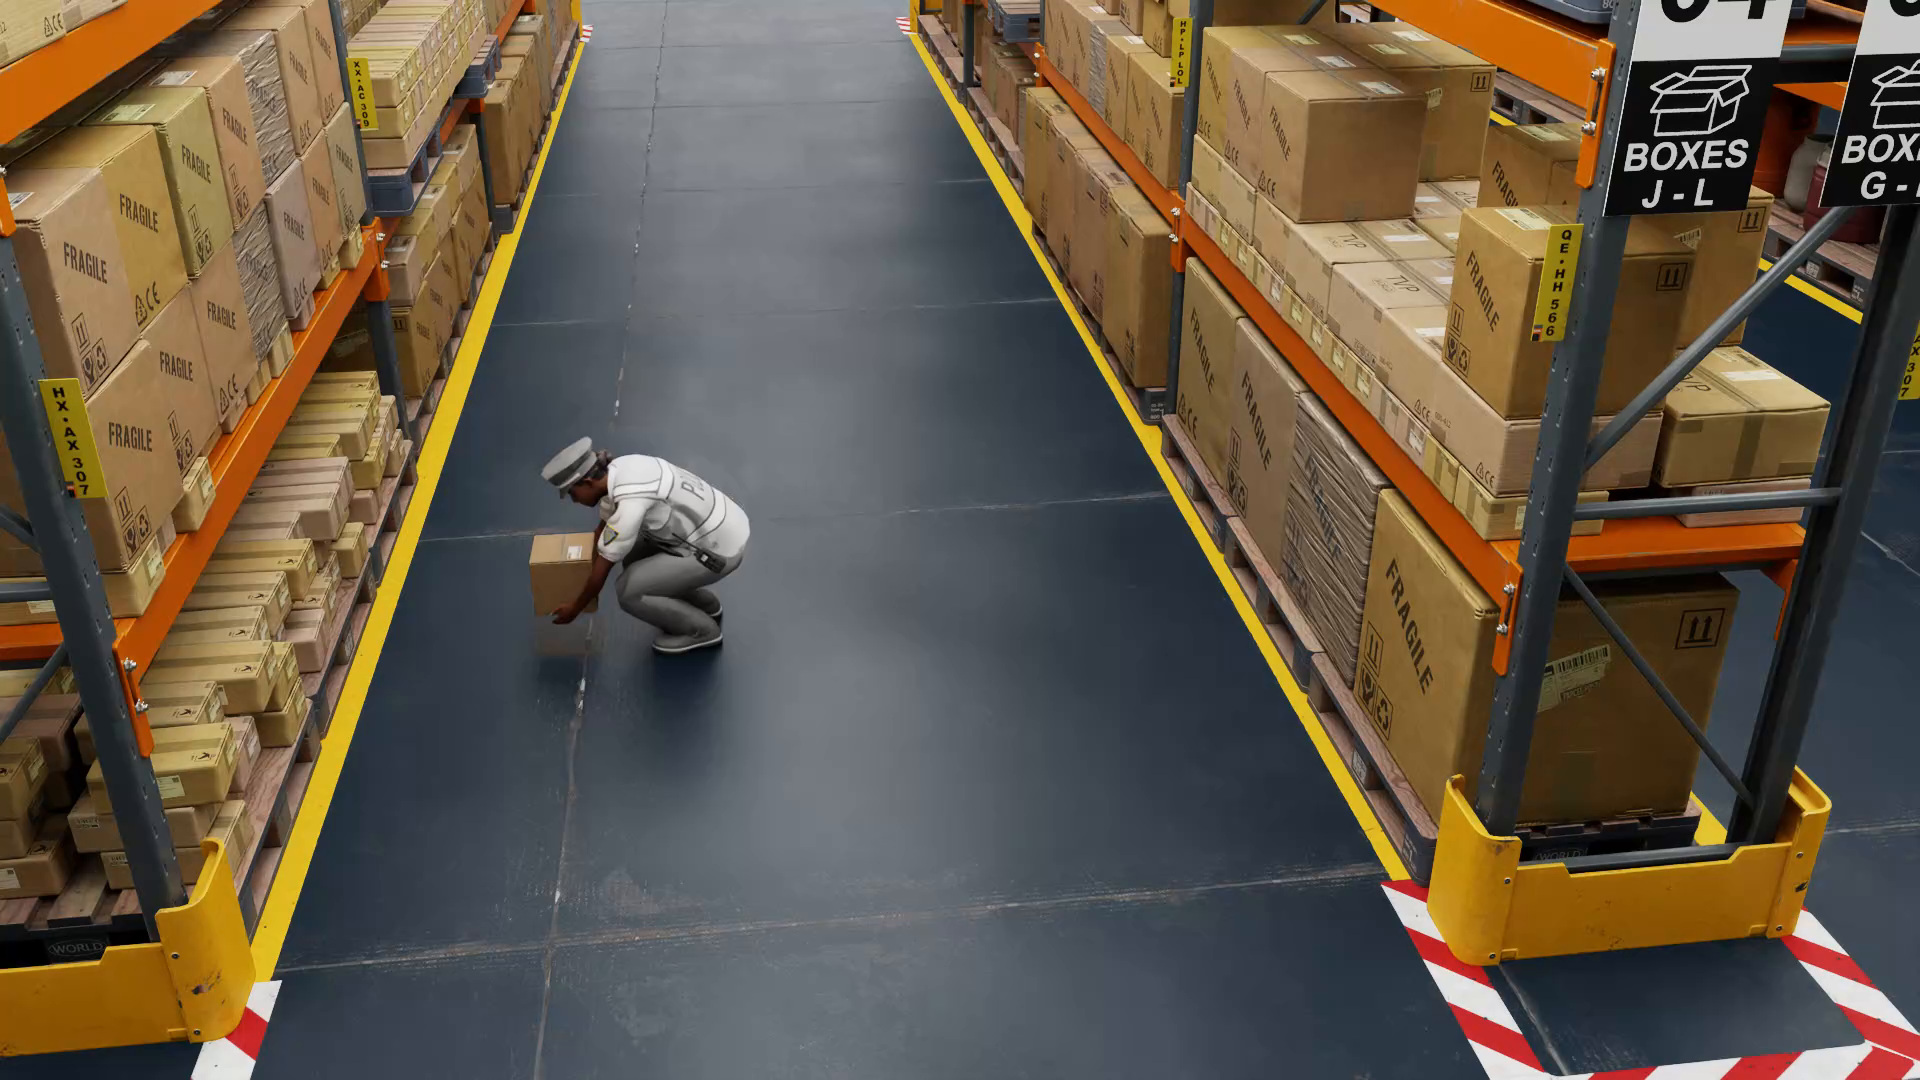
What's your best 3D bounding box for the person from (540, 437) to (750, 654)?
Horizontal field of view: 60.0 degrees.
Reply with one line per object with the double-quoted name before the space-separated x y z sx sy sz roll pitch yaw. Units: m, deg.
"person" -1.297 -0.002 6.911 0.842 0.950 0.506 -4 28 -7
